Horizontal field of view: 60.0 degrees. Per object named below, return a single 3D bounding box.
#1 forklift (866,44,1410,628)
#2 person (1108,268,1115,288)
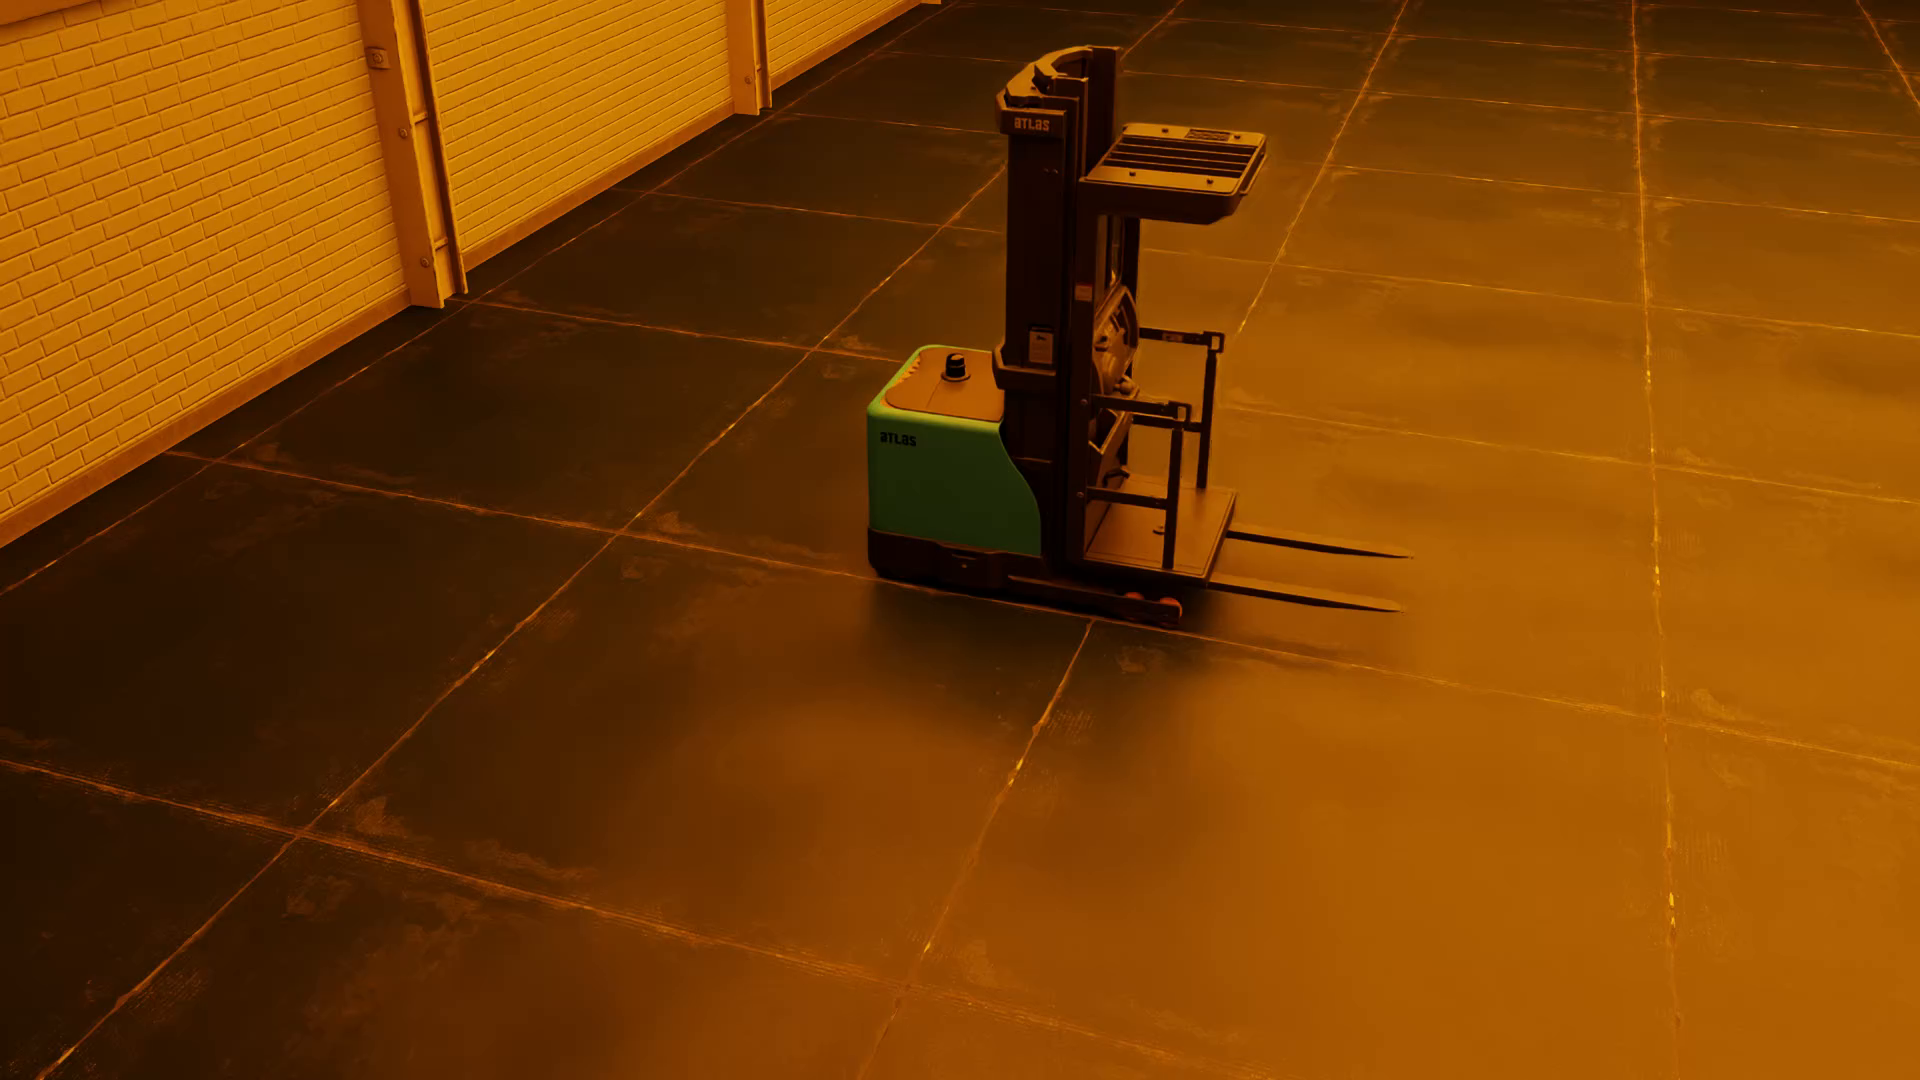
[{"bbox_3d":[1.037,-1.082,9.035,3.031,2.935,1.130,9,31,15],"label":"forklift"},{"bbox_3d":[0.770,-1.330,10.973,0.722,1.472,0.639,3,30,5],"label":"person"}]
